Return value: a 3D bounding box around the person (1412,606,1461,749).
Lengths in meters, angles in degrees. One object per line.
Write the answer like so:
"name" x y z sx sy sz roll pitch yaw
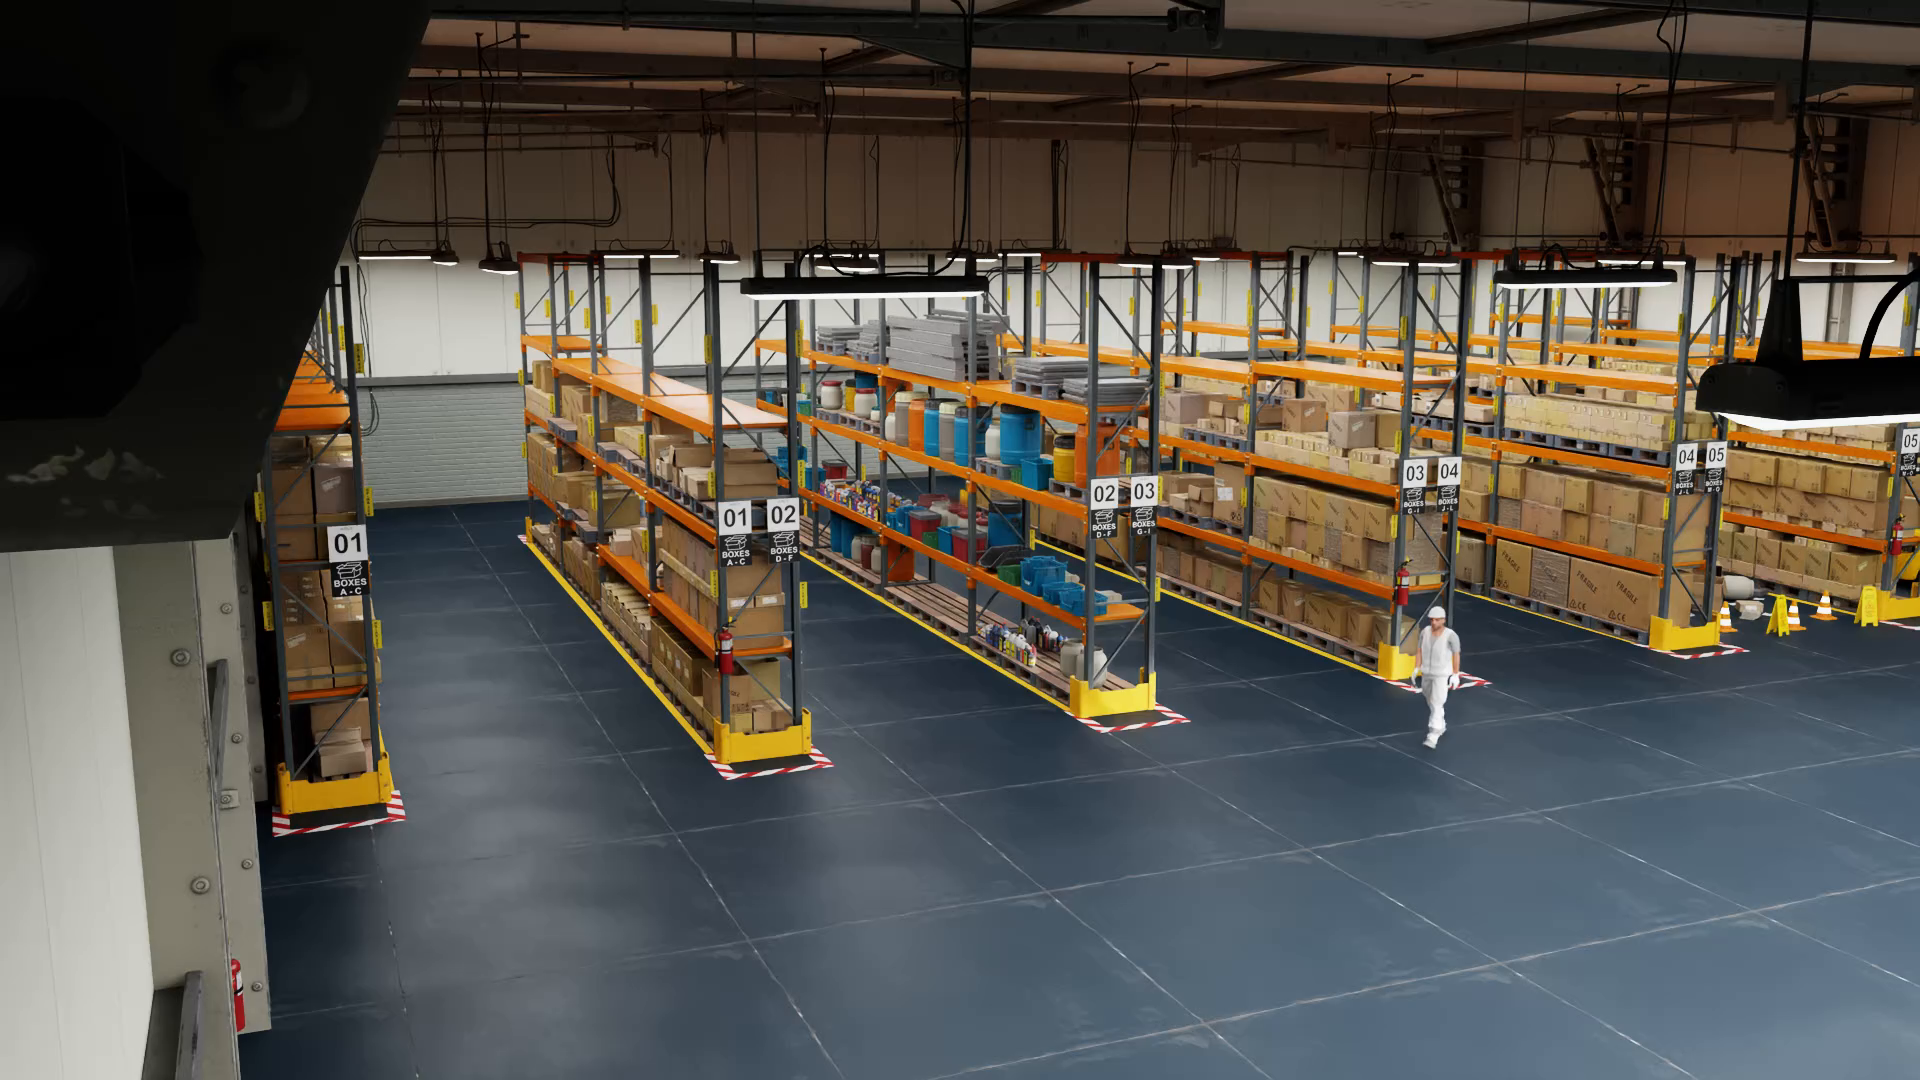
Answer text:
"person" 5.957 1.673 20.900 0.903 1.712 0.520 -9 14 -41

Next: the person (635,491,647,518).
"person" -6.812 -0.857 34.936 0.596 1.712 1.093 -5 11 -24
